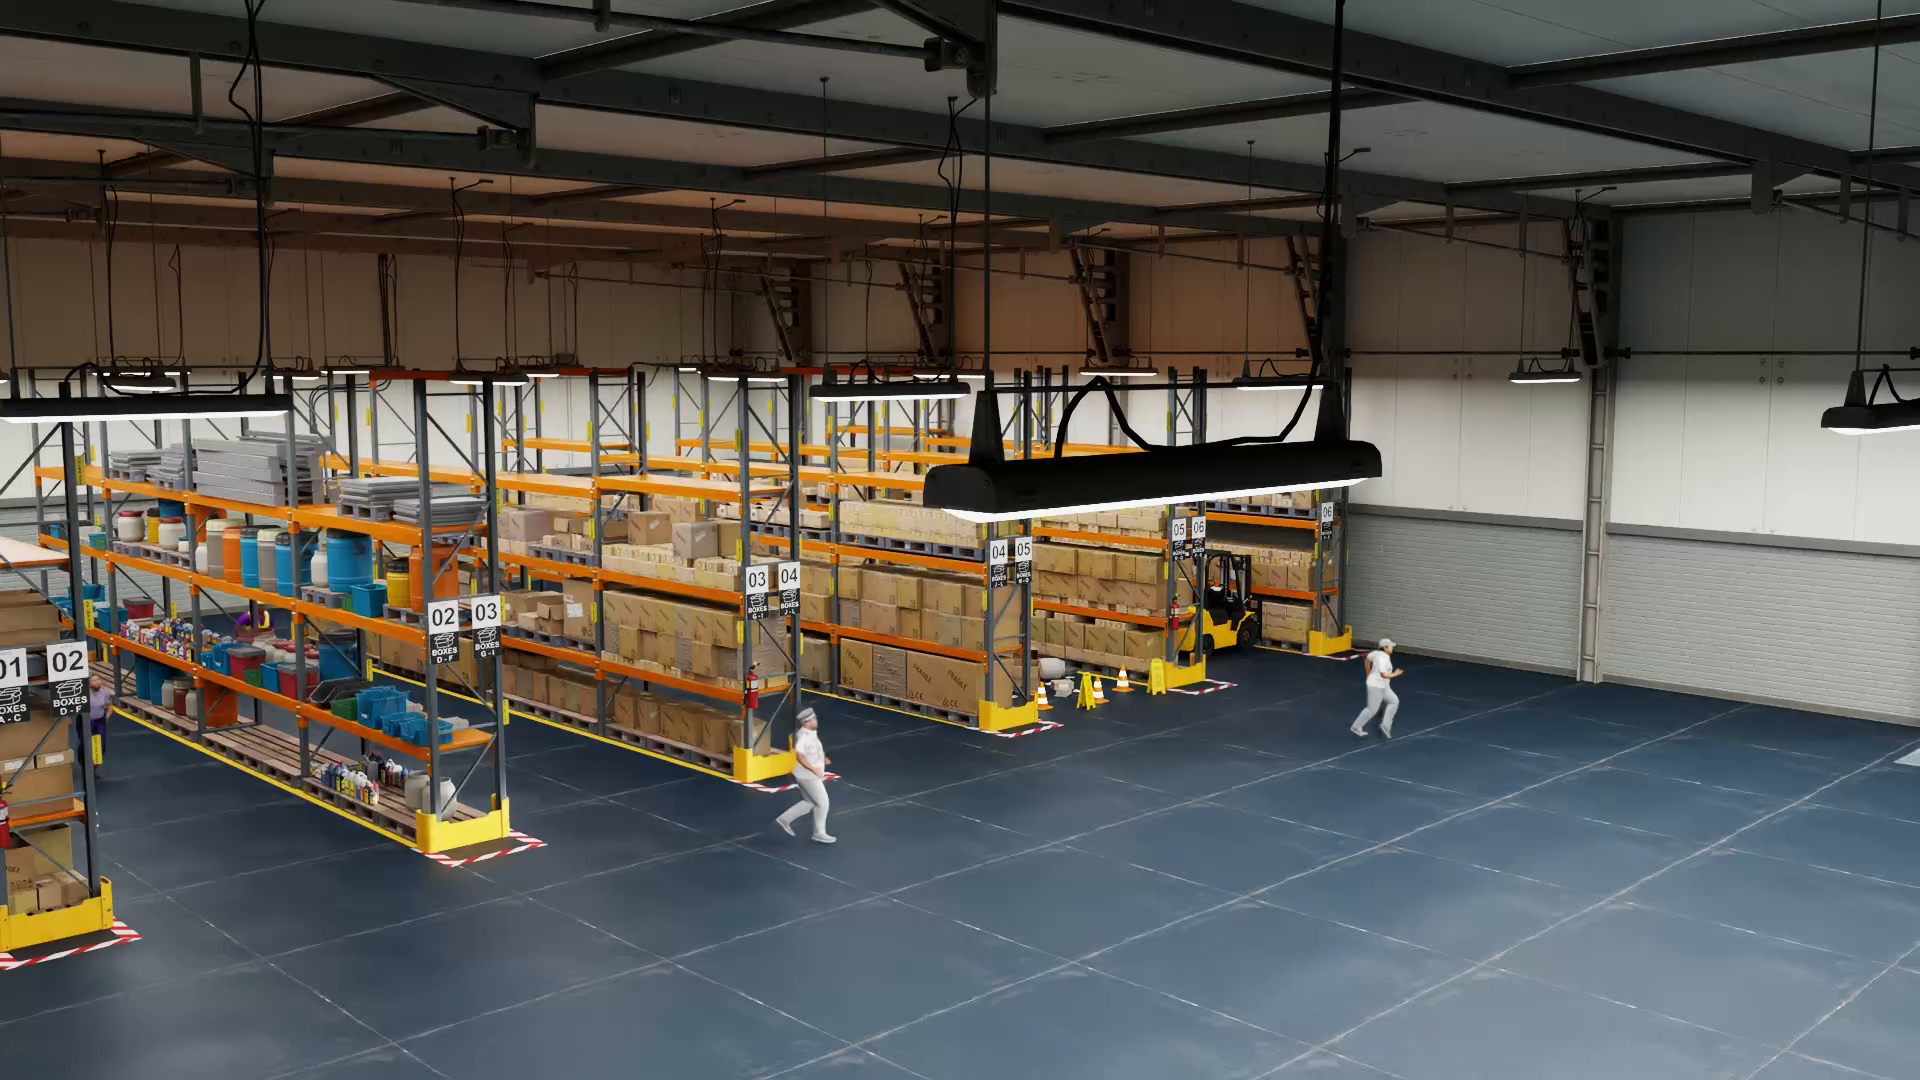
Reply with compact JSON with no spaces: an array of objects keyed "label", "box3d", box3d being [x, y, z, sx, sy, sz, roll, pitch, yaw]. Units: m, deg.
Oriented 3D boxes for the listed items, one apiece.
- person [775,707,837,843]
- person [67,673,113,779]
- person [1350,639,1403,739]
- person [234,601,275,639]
[{"label":"person","box3d":[-1.977,3.041,21.462,0.757,1.782,0.670,-1,7,-13]},{"label":"person","box3d":[-12.889,2.784,24.702,0.623,1.576,0.645,5,8,37]},{"label":"person","box3d":[6.839,2.445,27.264,0.802,1.688,0.627,1,7,11]},{"label":"person","box3d":[-13.329,1.950,31.480,0.698,1.717,0.741,5,8,39]}]
